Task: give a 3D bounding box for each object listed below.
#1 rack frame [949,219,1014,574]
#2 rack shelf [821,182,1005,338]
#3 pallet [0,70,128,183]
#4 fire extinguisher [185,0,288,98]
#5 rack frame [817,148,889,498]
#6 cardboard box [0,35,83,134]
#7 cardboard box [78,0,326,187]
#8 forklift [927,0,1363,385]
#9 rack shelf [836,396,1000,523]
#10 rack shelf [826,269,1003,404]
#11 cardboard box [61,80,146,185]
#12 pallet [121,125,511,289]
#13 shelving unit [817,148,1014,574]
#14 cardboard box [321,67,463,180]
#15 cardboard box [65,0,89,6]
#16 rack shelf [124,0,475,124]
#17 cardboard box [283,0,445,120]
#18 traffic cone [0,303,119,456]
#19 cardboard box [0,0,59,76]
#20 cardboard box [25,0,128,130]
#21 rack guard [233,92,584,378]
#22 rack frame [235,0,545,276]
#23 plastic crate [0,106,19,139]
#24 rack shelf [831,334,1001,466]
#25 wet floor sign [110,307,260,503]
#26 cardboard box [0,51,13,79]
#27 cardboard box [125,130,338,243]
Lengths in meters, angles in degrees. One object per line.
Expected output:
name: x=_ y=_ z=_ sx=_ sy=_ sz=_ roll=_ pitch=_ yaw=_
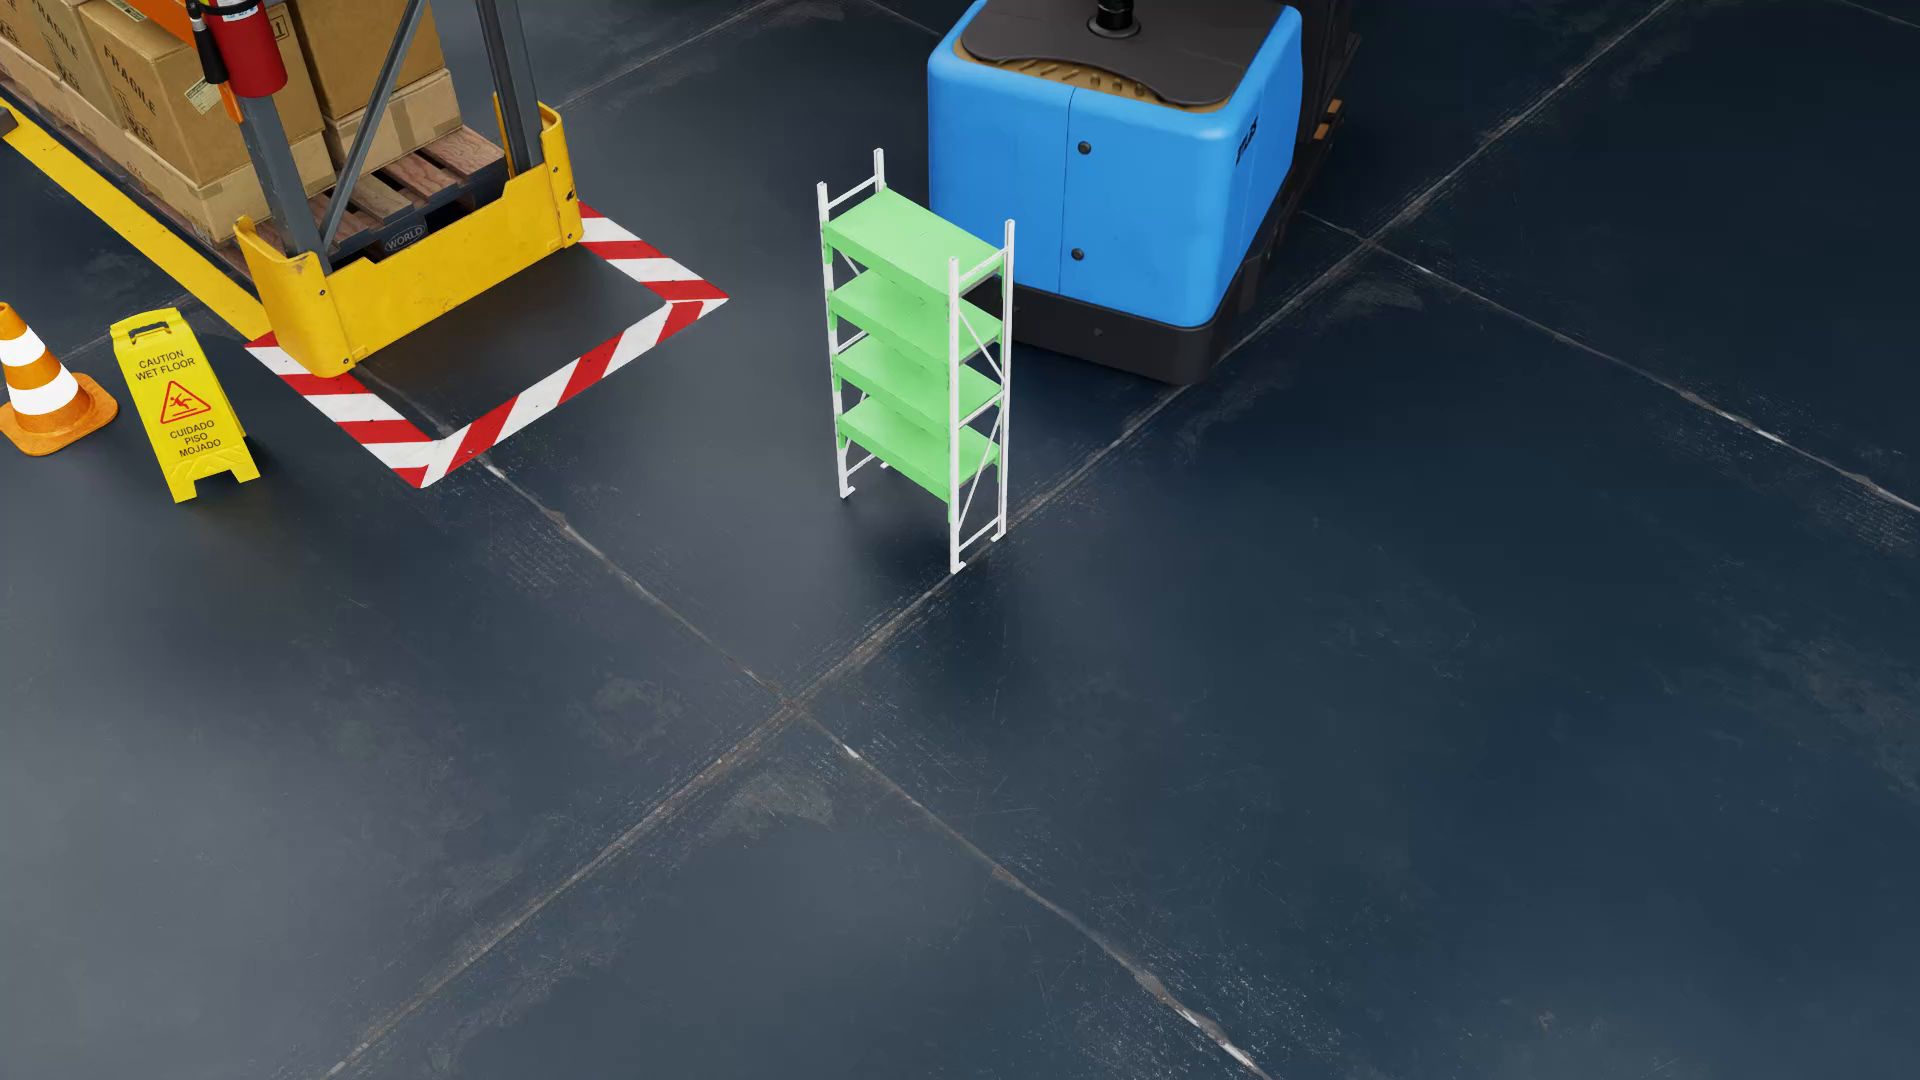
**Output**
rack frame: x=0.058 y=-0.372 z=4.776 sx=0.015 sy=1.200 sz=0.240 roll=34 pitch=55 yaw=28
rack shelf: x=-0.122 y=-0.777 z=4.586 sx=0.480 sy=0.148 sz=0.258 roll=34 pitch=55 yaw=28
pallet: x=-3.396 y=-2.037 z=7.018 sx=1.213 sy=0.211 sz=1.003 roll=34 pitch=55 yaw=28
fire extinguisher: x=-2.104 y=-1.600 z=4.748 sx=0.183 sy=0.674 sz=0.296 roll=34 pitch=55 yaw=28
rack frame: x=-0.301 y=-0.613 z=5.003 sx=0.015 sy=1.200 sz=0.240 roll=34 pitch=55 yaw=28
cardboard box: x=-3.415 y=-1.905 z=6.579 sx=0.500 sy=0.250 sz=0.500 roll=32 pitch=55 yaw=26
cardboard box: x=-2.641 y=-1.646 z=5.822 sx=0.500 sy=0.500 sz=0.500 roll=34 pitch=56 yaw=28
forklift: x=0.929 y=-2.621 z=5.700 sx=1.130 sy=2.935 sz=3.031 roll=17 pitch=49 yaw=16
rack shelf: x=-0.122 y=-0.285 z=5.111 sx=0.480 sy=0.148 sz=0.258 roll=34 pitch=55 yaw=28
rack shelf: x=-0.122 y=-0.613 z=4.761 sx=0.480 sy=0.148 sz=0.258 roll=34 pitch=55 yaw=28
cardboard box: x=-3.027 y=-1.649 z=6.339 sx=0.500 sy=0.250 sz=0.500 roll=34 pitch=55 yaw=28
pallet: x=-2.504 y=-1.434 z=6.452 sx=1.213 sy=0.211 sz=1.003 roll=34 pitch=55 yaw=28
shelving unit: x=-0.122 y=-0.493 z=4.889 sx=0.503 sy=1.200 sz=0.258 roll=34 pitch=55 yaw=28
cardboard box: x=-2.280 y=-1.680 z=6.368 sx=0.500 sy=0.250 sz=0.500 roll=33 pitch=55 yaw=27
cardboard box: x=-2.956 y=-2.014 z=5.722 sx=0.250 sy=0.149 sz=0.380 roll=36 pitch=56 yaw=29
rack shelf: x=-3.345 y=-2.673 z=6.196 sx=4.000 sy=0.370 sz=1.077 roll=34 pitch=55 yaw=28
cardboard box: x=-2.298 y=-1.948 z=6.105 sx=0.500 sy=0.500 sz=0.500 roll=32 pitch=55 yaw=27
traffic cone: x=-3.066 y=-0.584 z=5.480 sx=0.334 sy=0.463 sz=0.336 roll=34 pitch=55 yaw=28
cardboard box: x=-3.393 y=-2.156 z=6.300 sx=0.500 sy=0.500 sz=0.500 roll=33 pitch=55 yaw=27
cardboard box: x=-3.027 y=-1.902 z=6.062 sx=0.500 sy=0.500 sz=0.500 roll=36 pitch=56 yaw=29
rack guard: x=-1.931 y=-1.112 z=5.951 sx=0.348 sy=0.500 sz=1.175 roll=34 pitch=55 yaw=28
rack frame: x=-1.875 y=-1.930 z=5.005 sx=0.127 sy=3.000 sz=1.000 roll=34 pitch=55 yaw=28
plastic crate: x=-4.217 y=-1.693 z=6.785 sx=0.583 sy=0.080 sz=0.402 roll=17 pitch=49 yaw=15
rack shelf: x=-0.122 y=-0.449 z=4.936 sx=0.480 sy=0.148 sz=0.258 roll=34 pitch=55 yaw=28
wet floor sign: x=-2.461 y=-0.457 z=5.237 sx=0.267 sy=0.644 sz=0.232 roll=-21 pitch=50 yaw=-18
cardboard box: x=-3.773 y=-2.156 z=6.814 sx=0.500 sy=0.250 sz=0.500 roll=33 pitch=55 yaw=27
cardboard box: x=-2.669 y=-1.400 z=6.105 sx=0.500 sy=0.250 sz=0.500 roll=34 pitch=55 yaw=28
